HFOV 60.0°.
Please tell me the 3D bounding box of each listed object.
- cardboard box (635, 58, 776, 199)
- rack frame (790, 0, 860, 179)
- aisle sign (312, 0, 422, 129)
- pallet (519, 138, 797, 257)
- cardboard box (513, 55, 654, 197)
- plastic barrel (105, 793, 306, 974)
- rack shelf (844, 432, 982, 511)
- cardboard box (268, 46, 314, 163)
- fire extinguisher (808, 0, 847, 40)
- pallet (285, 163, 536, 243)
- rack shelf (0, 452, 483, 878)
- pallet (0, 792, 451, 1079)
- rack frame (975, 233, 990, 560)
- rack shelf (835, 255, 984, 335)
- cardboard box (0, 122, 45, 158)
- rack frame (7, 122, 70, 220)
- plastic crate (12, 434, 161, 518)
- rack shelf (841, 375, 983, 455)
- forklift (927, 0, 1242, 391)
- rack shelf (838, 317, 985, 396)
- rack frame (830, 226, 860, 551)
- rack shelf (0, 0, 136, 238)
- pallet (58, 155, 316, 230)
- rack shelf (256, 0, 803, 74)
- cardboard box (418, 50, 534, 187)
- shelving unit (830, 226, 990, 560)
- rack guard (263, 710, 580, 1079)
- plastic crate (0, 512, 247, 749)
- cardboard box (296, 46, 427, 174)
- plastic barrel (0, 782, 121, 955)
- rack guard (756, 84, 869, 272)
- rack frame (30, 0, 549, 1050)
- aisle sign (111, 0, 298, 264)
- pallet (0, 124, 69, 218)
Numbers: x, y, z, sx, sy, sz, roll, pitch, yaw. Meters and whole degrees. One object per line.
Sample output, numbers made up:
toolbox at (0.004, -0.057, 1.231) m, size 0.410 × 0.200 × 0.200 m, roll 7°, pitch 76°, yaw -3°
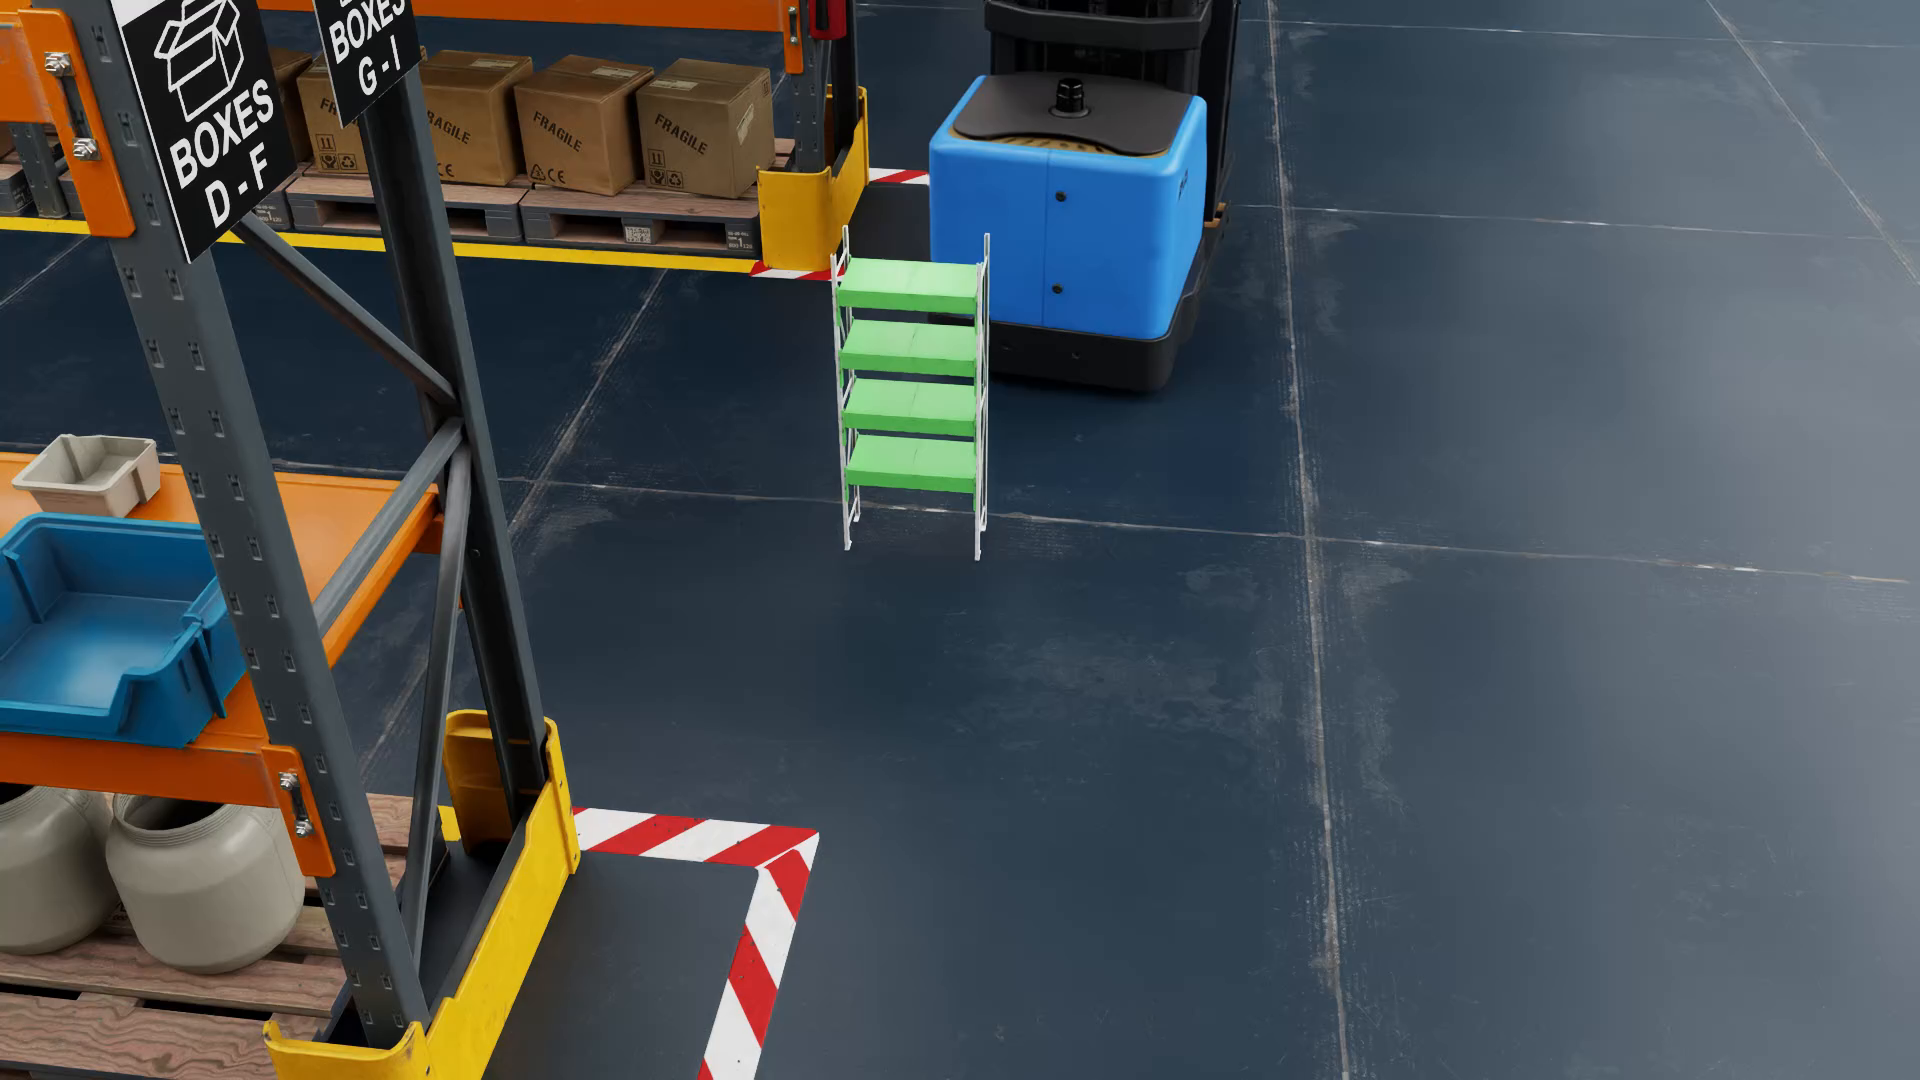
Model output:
cardboard box at (-1.268, -2.072, 8.362) m, size 0.500 × 0.500 × 0.500 m, roll 11°, pitch 37°, yaw 15°
rack frame at (-0.651, -2.863, 7.680) m, size 0.127 × 3.000 × 1.000 m, roll 4°, pitch 36°, yaw 6°
aisle sign at (-1.173, -1.231, 3.155) m, size 0.004 × 0.787 × 0.394 m, roll 4°, pitch 36°, yaw 6°
pallet at (-1.527, -1.814, 8.610) m, size 1.213 × 0.211 × 1.003 m, roll 4°, pitch 36°, yaw 6°
cardboard box at (-1.865, -2.097, 8.396) m, size 0.500 × 0.500 × 0.500 m, roll 14°, pitch 38°, yaw 18°
plastic barrel at (-1.944, 0.828, 4.288) m, size 0.421 × 0.512 × 0.421 m, roll 0°, pitch 36°, yaw 0°
rack shelf at (-0.164, -0.253, 6.095) m, size 0.480 × 0.148 × 0.258 m, roll 4°, pitch 36°, yaw 6°
cardboard box at (-3.657, -2.222, 8.571) m, size 0.500 × 0.500 × 0.500 m, roll 16°, pitch 38°, yaw 21°
fire extinguisher at (-0.596, -2.558, 7.318) m, size 0.183 × 0.674 × 0.296 m, roll 4°, pitch 36°, yaw 6°
pallet at (-2.734, -1.906, 8.739) m, size 1.213 × 0.211 × 1.003 m, roll 4°, pitch 36°, yaw 6°
rack shelf at (-3.265, 0.136, 4.097) m, size 4.000 × 0.370 × 1.077 m, roll 4°, pitch 36°, yaw 6°
pallet at (-2.168, 1.084, 4.549) m, size 1.213 × 0.211 × 1.003 m, roll 4°, pitch 36°, yaw 6°
rack frame at (0.078, -0.483, 5.893) m, size 0.015 × 1.200 × 0.240 m, roll 4°, pitch 36°, yaw 6°
rack shelf at (-0.164, -0.839, 5.677) m, size 0.480 × 0.148 × 0.258 m, roll 4°, pitch 36°, yaw 6°
cardboard box at (-5.224, -2.379, 8.774) m, size 0.500 × 0.500 × 0.700 m, roll 2°, pitch 36°, yaw 2°
rack frame at (-4.618, -3.159, 8.094) m, size 0.127 × 3.000 × 1.000 m, roll 4°, pitch 36°, yaw 6°
plastic crate at (-2.128, -0.154, 4.110) m, size 0.250 × 0.136 × 0.298 m, roll 4°, pitch 36°, yaw 6°
rack shelf at (-0.164, -0.449, 5.956) m, size 0.480 × 0.148 × 0.258 m, roll 4°, pitch 36°, yaw 6°
forklift at (0.741, -2.674, 7.474) m, size 1.130 × 2.935 × 3.031 m, roll 9°, pitch 36°, yaw 12°
rack shelf at (-0.164, -0.644, 5.816) m, size 0.480 × 0.148 × 0.258 m, roll 4°, pitch 36°, yaw 6°
rack frame at (-0.406, -0.519, 5.944) m, size 0.015 × 1.200 × 0.240 m, roll 4°, pitch 36°, yaw 6°
rack shelf at (-3.265, -1.085, 3.226) m, size 4.000 × 0.370 × 1.077 m, roll 4°, pitch 36°, yaw 6°
pallet at (-3.948, -1.995, 8.863) m, size 1.213 × 0.211 × 1.003 m, roll 4°, pitch 36°, yaw 6°
rack shelf at (-2.634, -2.718, 8.096) m, size 4.000 × 0.370 × 1.077 m, roll 4°, pitch 36°, yaw 6°
cardboard box at (-2.484, -2.154, 8.476) m, size 0.500 × 0.500 × 0.500 m, roll 7°, pitch 36°, yaw 10°
shelving unit at (-0.164, -0.501, 5.919) m, size 0.503 × 1.200 × 0.258 m, roll 4°, pitch 36°, yaw 6°
rack guard at (-1.363, 1.030, 4.377) m, size 0.348 × 0.500 × 1.175 m, roll 4°, pitch 36°, yaw 6°
plastic crate at (-1.816, 0.187, 3.534) m, size 0.616 × 0.251 × 0.499 m, roll 4°, pitch 36°, yaw 6°
cardboard box at (-3.032, -2.221, 8.570) m, size 0.500 × 0.500 × 0.500 m, roll 1°, pitch 36°, yaw 2°
plastic barrel at (-2.441, 0.791, 4.340) m, size 0.421 × 0.512 × 0.421 m, roll 0°, pitch 36°, yaw 0°
rack guard at (-0.726, -1.851, 8.414) m, size 0.348 × 0.500 × 1.175 m, roll 4°, pitch 36°, yaw 6°
rack frame at (-1.282, -0.009, 3.681) m, size 0.127 × 3.000 × 1.000 m, roll 4°, pitch 36°, yaw 6°
aisle sign at (-1.248, -0.891, 2.678) m, size 0.004 × 0.787 × 0.394 m, roll 4°, pitch 36°, yaw 6°
pallet at (-5.391, -2.081, 8.984) m, size 1.213 × 0.211 × 1.003 m, roll 4°, pitch 36°, yaw 6°
